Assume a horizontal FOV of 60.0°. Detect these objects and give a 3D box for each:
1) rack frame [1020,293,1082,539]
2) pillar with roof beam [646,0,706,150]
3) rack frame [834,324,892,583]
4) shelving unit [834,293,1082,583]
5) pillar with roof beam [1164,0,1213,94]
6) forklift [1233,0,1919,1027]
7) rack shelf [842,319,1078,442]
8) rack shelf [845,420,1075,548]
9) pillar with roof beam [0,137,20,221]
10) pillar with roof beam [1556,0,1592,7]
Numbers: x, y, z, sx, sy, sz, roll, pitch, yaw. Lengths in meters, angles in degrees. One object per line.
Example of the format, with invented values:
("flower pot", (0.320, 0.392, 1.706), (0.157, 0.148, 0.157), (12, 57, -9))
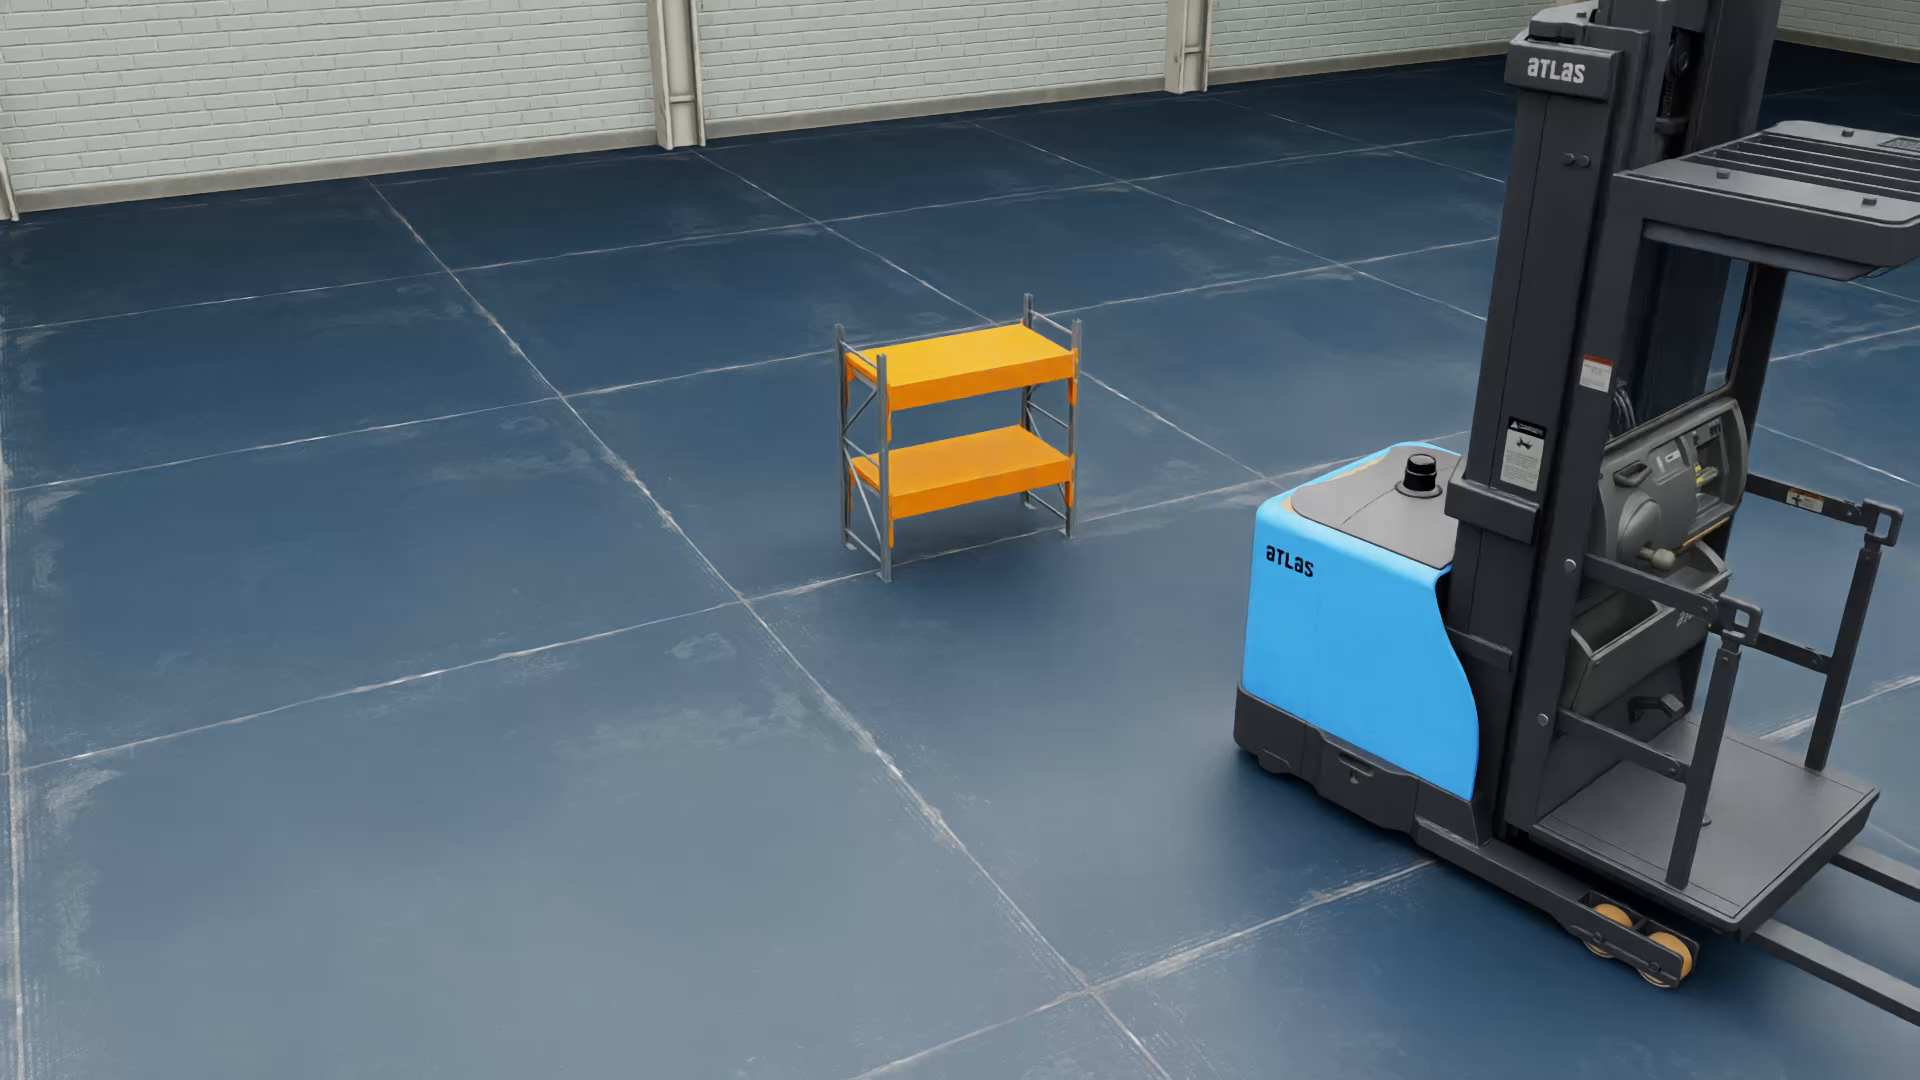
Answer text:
("rack frame", (0.443, -0.609, 8.219), (0.032, 1.125, 0.500), (-13, 29, -25))
("pillar with roof beam", (-0.710, -6.300, 10.974), (0.400, 9.000, 9.100), (-13, 29, -25))
("rack frame", (-0.455, -0.402, 7.788), (0.032, 1.125, 0.500), (-13, 29, -25))
("shelving unit", (-0.006, -0.506, 8.004), (1.048, 1.125, 0.538), (-13, 29, -25))
("pillar with roof beam", (4.584, -7.522, 13.519), (0.400, 9.000, 9.100), (-13, 29, -25))
("forklift", (2.421, -0.151, 5.177), (1.130, 2.935, 3.031), (-21, 33, -37))
("rack shelf", (-0.006, -0.770, 7.877), (1.000, 0.278, 0.538), (-13, 29, -25))
("rack shelf", (-0.006, -0.285, 8.109), (1.000, 0.278, 0.538), (-13, 29, -25))
("pillar with roof beam", (-6.004, -5.078, 8.429), (0.400, 9.000, 9.100), (-13, 29, -25))
("pillar with roof beam", (9.879, -8.744, 16.064), (0.400, 9.000, 9.100), (-13, 29, -25))
